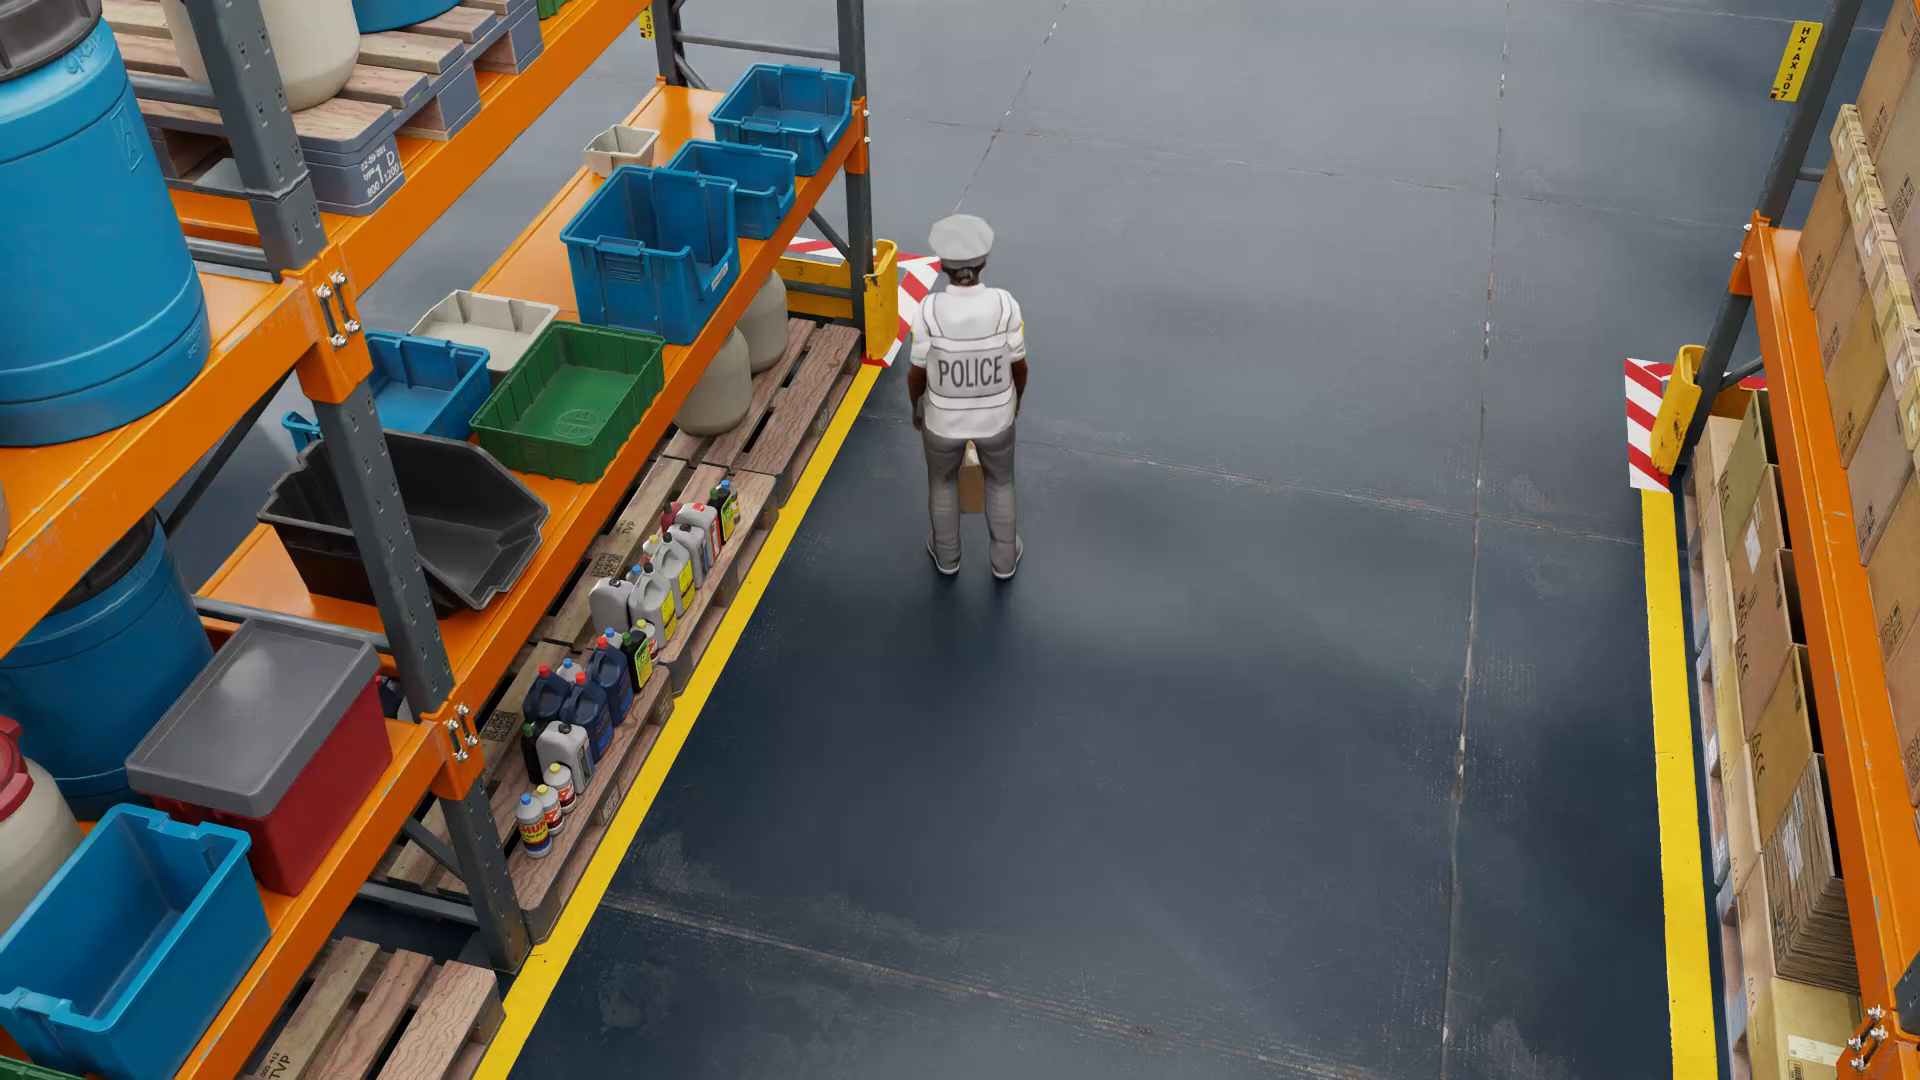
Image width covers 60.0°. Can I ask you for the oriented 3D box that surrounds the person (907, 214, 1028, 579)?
[{"bbox_3d":[0.036,-0.523,6.751,0.498,1.665,0.424,-3,41,-4],"label":"person"}]
